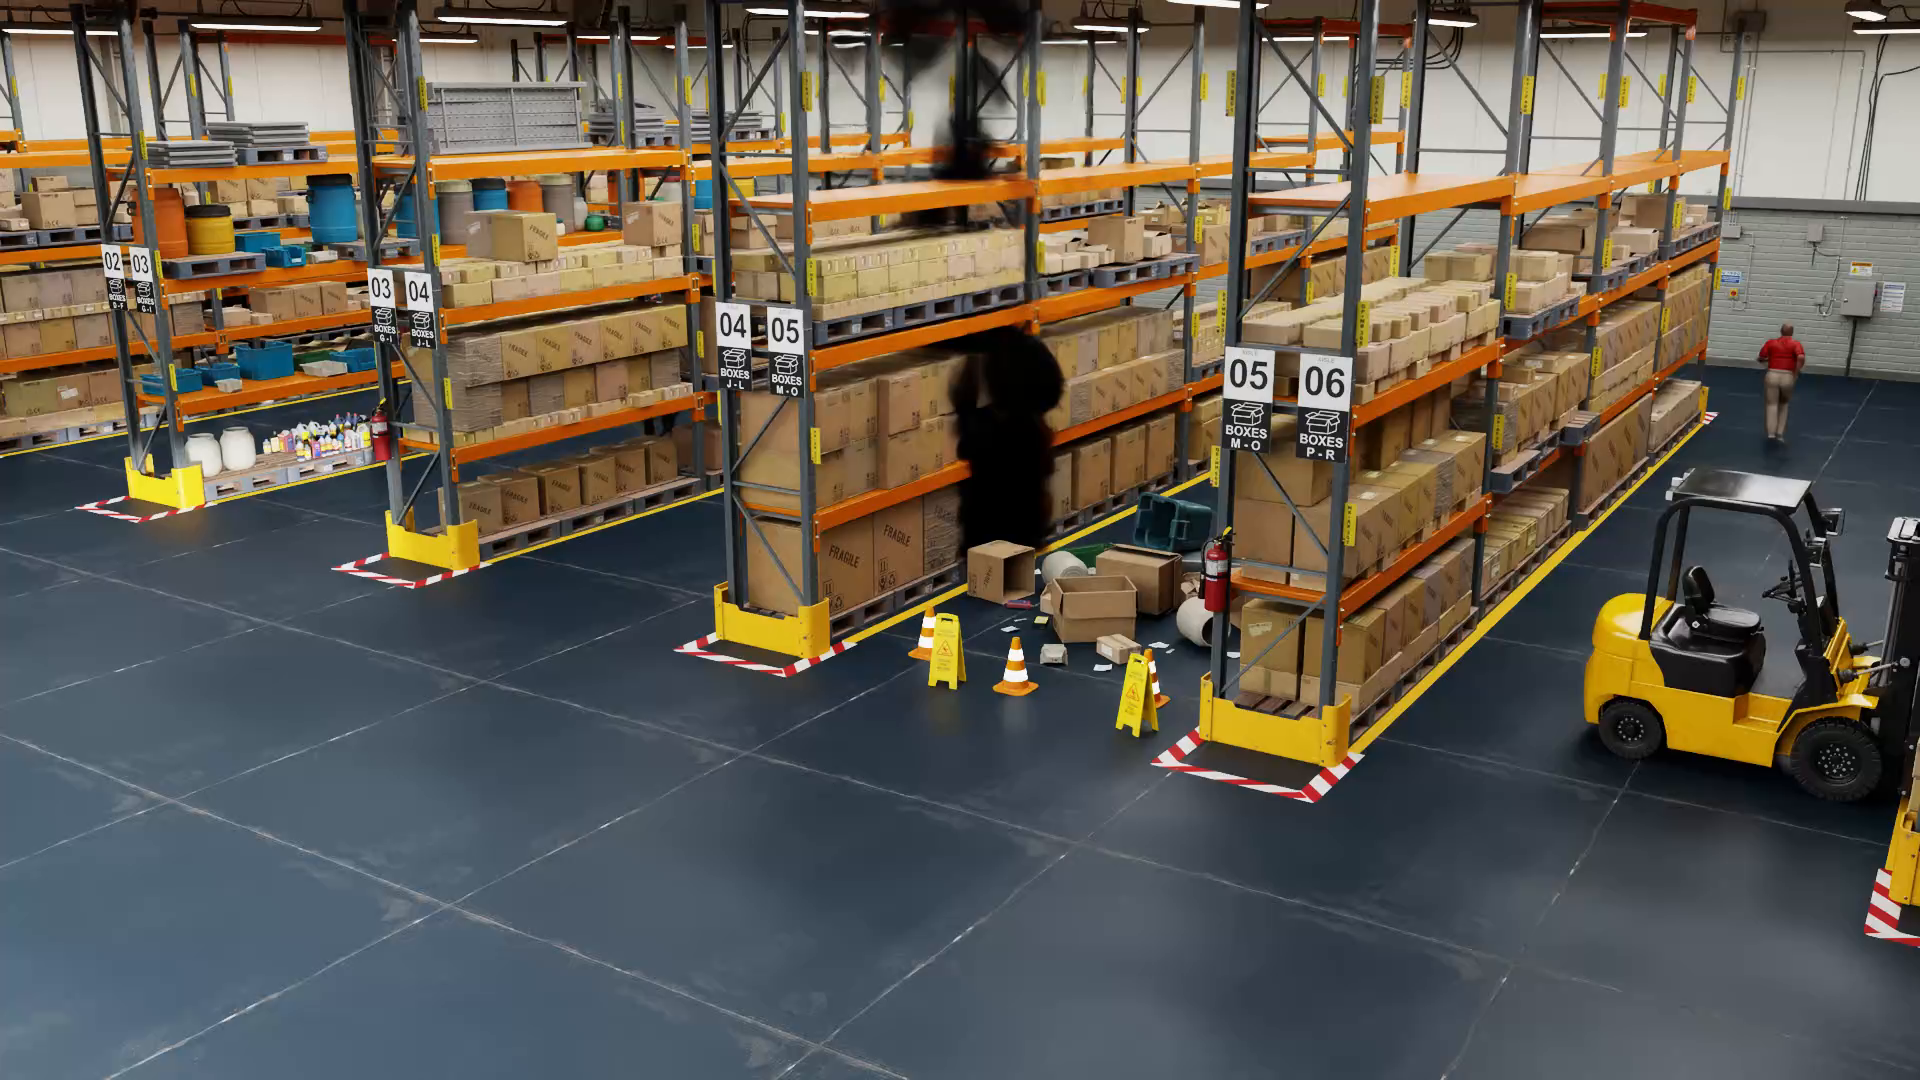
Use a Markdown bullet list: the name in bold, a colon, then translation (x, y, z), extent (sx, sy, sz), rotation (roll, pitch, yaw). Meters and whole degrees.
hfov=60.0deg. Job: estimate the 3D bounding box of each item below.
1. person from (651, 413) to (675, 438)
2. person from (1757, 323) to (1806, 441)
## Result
- **person**: translation (-4.426, -2.243, 24.047), extent (0.595, 1.815, 0.909), rotation (5, 16, 16)
- **person**: translation (11.884, -2.248, 24.171), extent (0.626, 1.810, 0.800), rotation (7, 17, 25)
